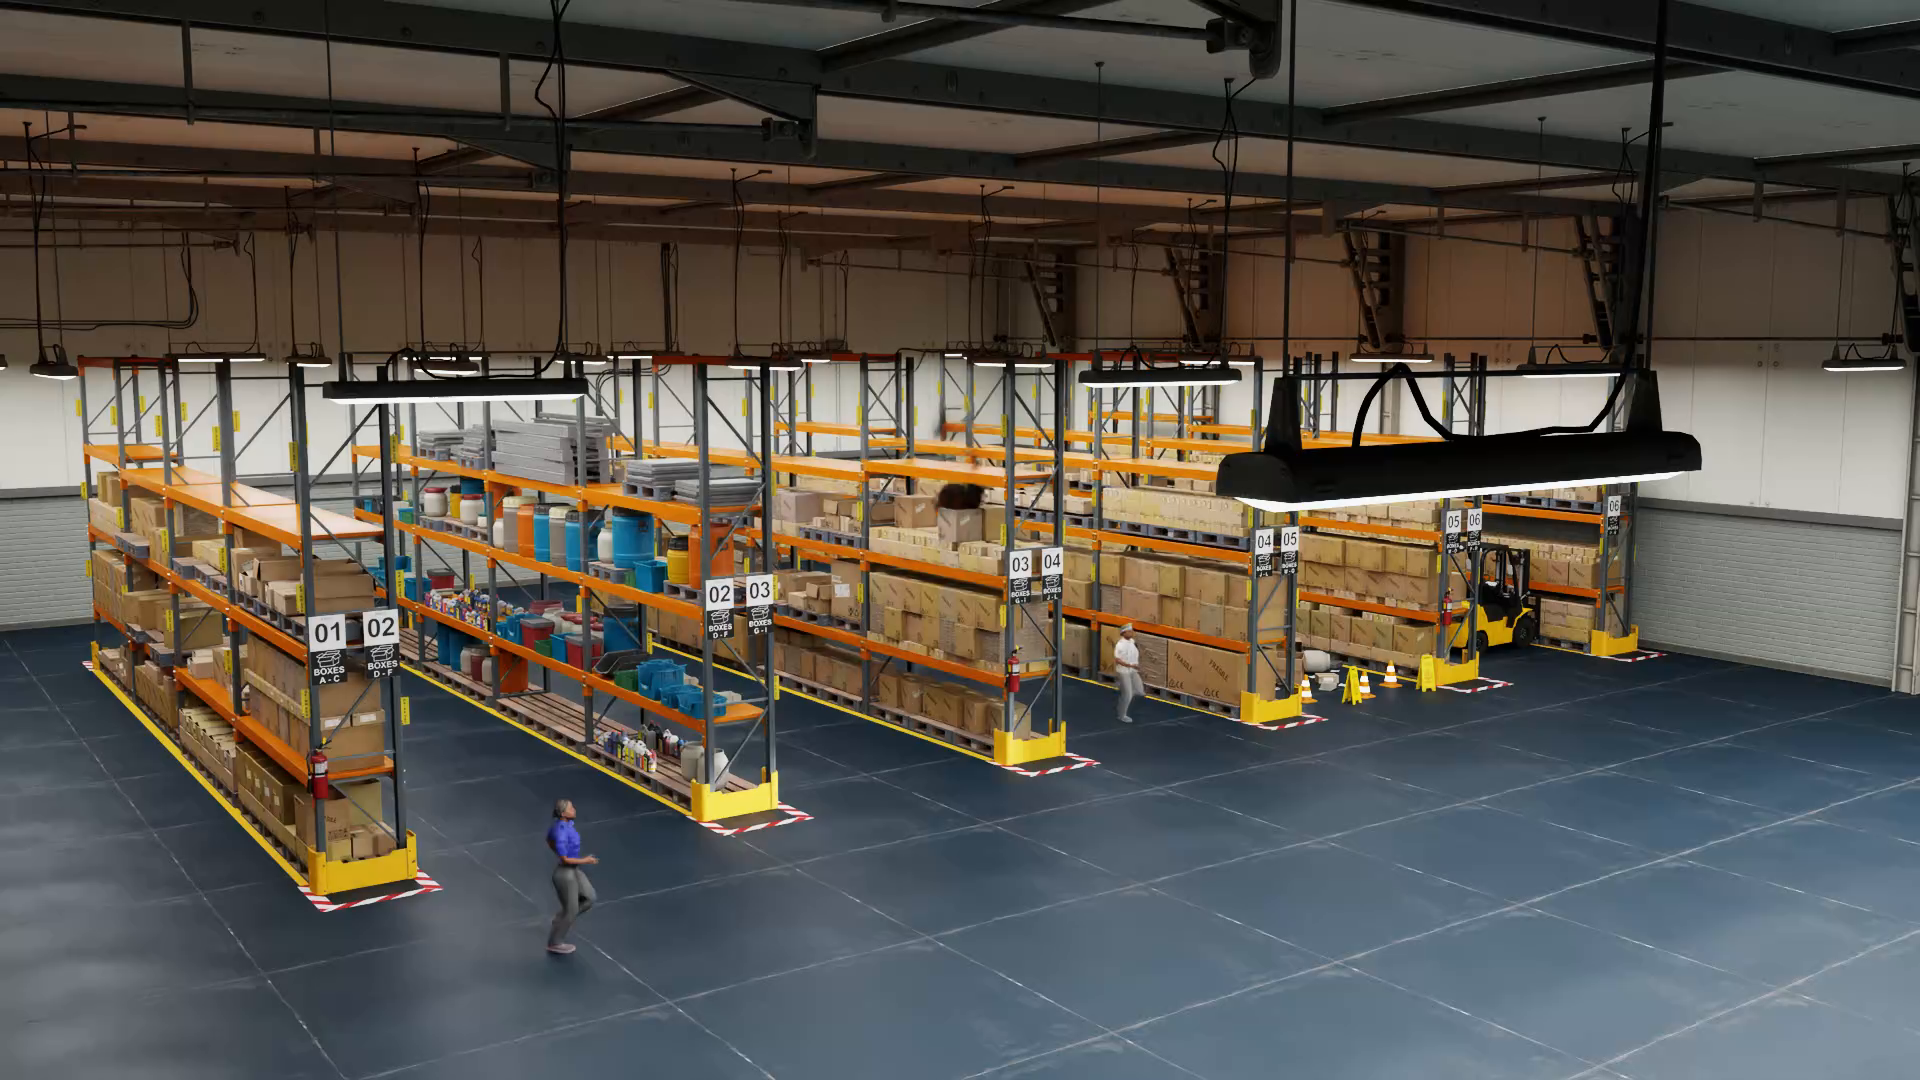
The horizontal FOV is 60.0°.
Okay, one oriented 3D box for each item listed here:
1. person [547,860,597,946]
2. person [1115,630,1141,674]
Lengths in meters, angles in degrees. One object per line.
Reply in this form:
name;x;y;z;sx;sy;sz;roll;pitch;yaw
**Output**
person;-4.019;3.724;17.193;0.508;0.889;0.371;-1;7;-8
person;2.818;1.827;27.446;0.514;0.847;0.570;6;9;43
